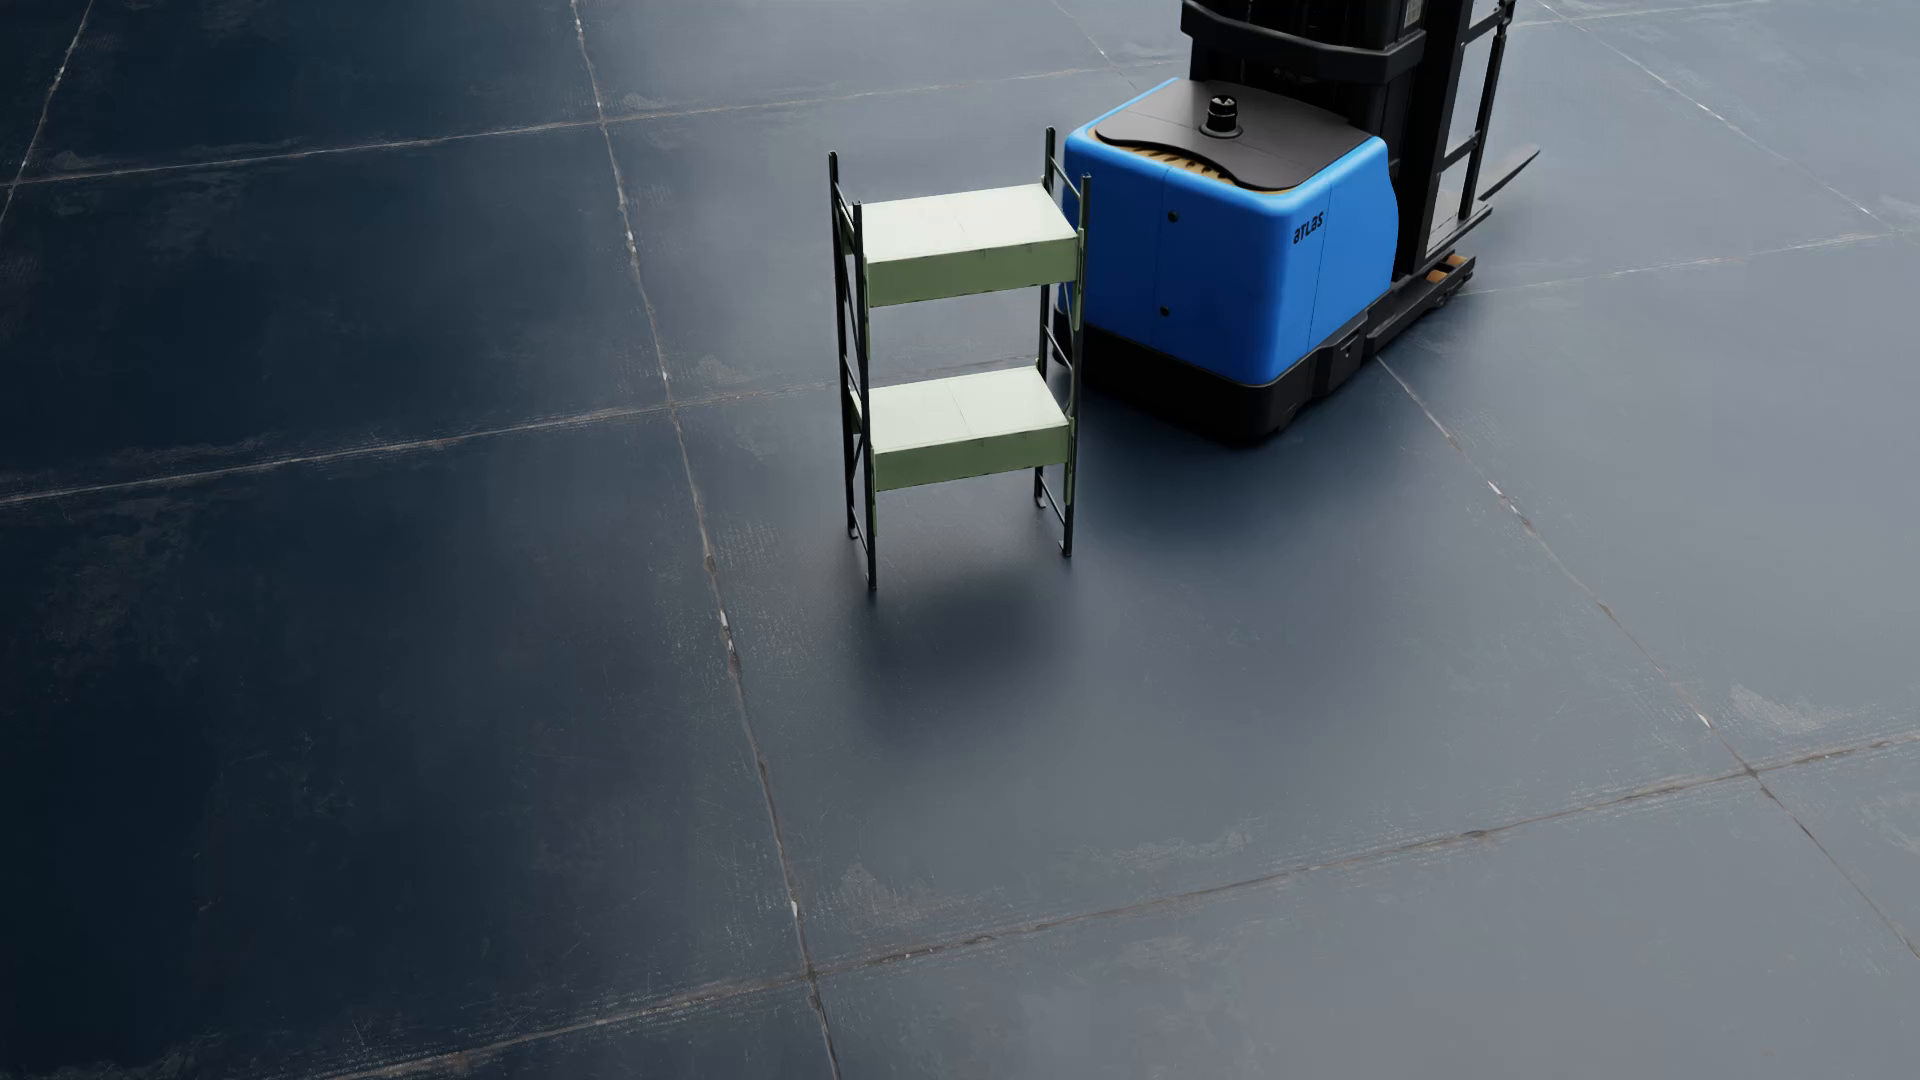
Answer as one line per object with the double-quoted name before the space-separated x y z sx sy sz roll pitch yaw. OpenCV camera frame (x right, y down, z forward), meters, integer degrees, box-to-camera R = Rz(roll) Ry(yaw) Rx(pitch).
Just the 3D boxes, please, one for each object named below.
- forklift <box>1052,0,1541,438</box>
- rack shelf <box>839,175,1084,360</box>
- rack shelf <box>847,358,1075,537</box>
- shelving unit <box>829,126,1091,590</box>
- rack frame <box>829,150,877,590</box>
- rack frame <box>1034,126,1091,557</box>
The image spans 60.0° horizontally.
"forklift" 1.717 -2.395 6.893 1.130 2.935 3.031 27 45 30
"rack shelf" -0.006 -0.905 5.480 0.720 0.370 0.431 -9 38 -12
"rack shelf" -0.006 -0.336 5.915 0.720 0.370 0.431 -9 38 -12
"shelving unit" -0.006 -0.595 5.717 0.755 1.500 0.431 -9 38 -12
"rack frame" -0.360 -0.537 5.641 0.023 1.500 0.400 -9 38 -12
"rack frame" 0.347 -0.653 5.793 0.023 1.500 0.400 -9 38 -12
